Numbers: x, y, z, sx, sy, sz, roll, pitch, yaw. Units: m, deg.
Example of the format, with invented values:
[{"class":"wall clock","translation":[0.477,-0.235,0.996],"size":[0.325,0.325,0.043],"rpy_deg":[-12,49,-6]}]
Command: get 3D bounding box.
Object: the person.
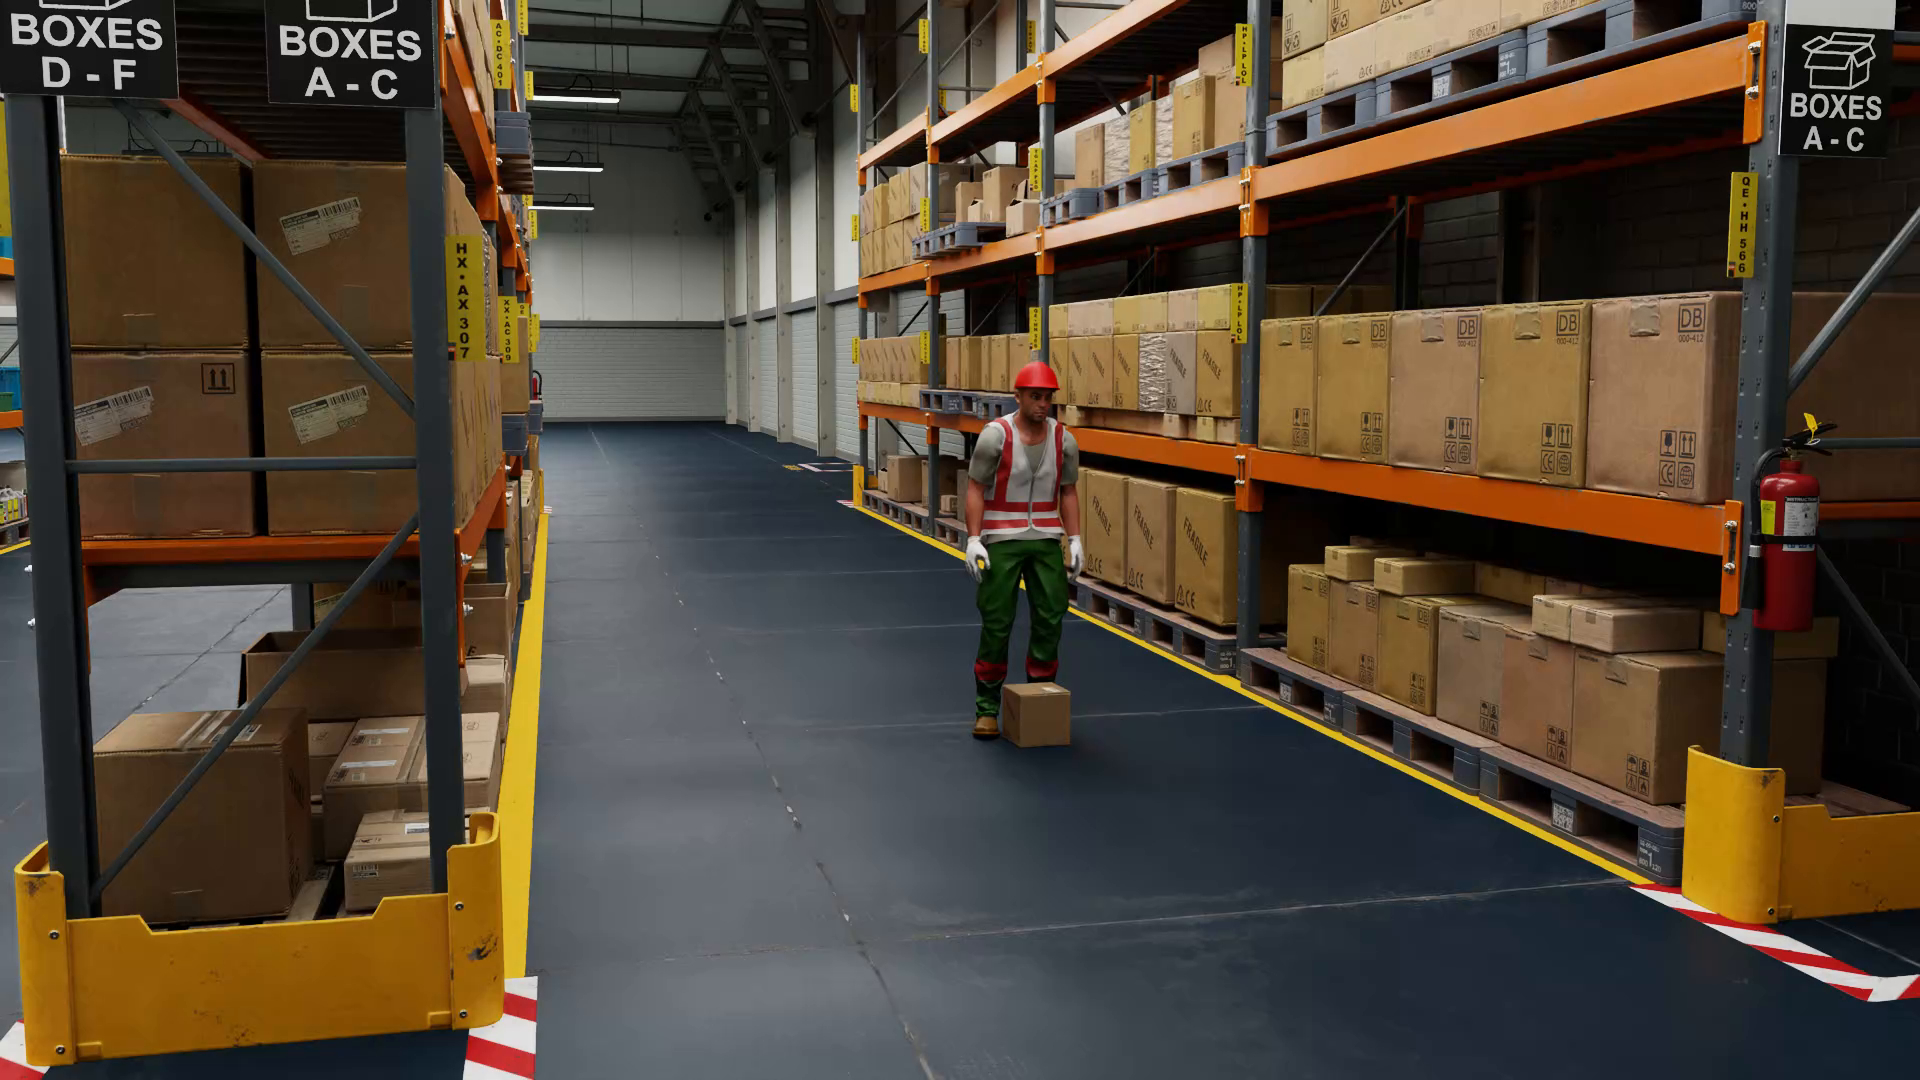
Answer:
[{"class":"person","translation":[0.314,0.039,7.959],"size":[0.611,1.778,0.451],"rpy_deg":[-2,6,-17]}]
